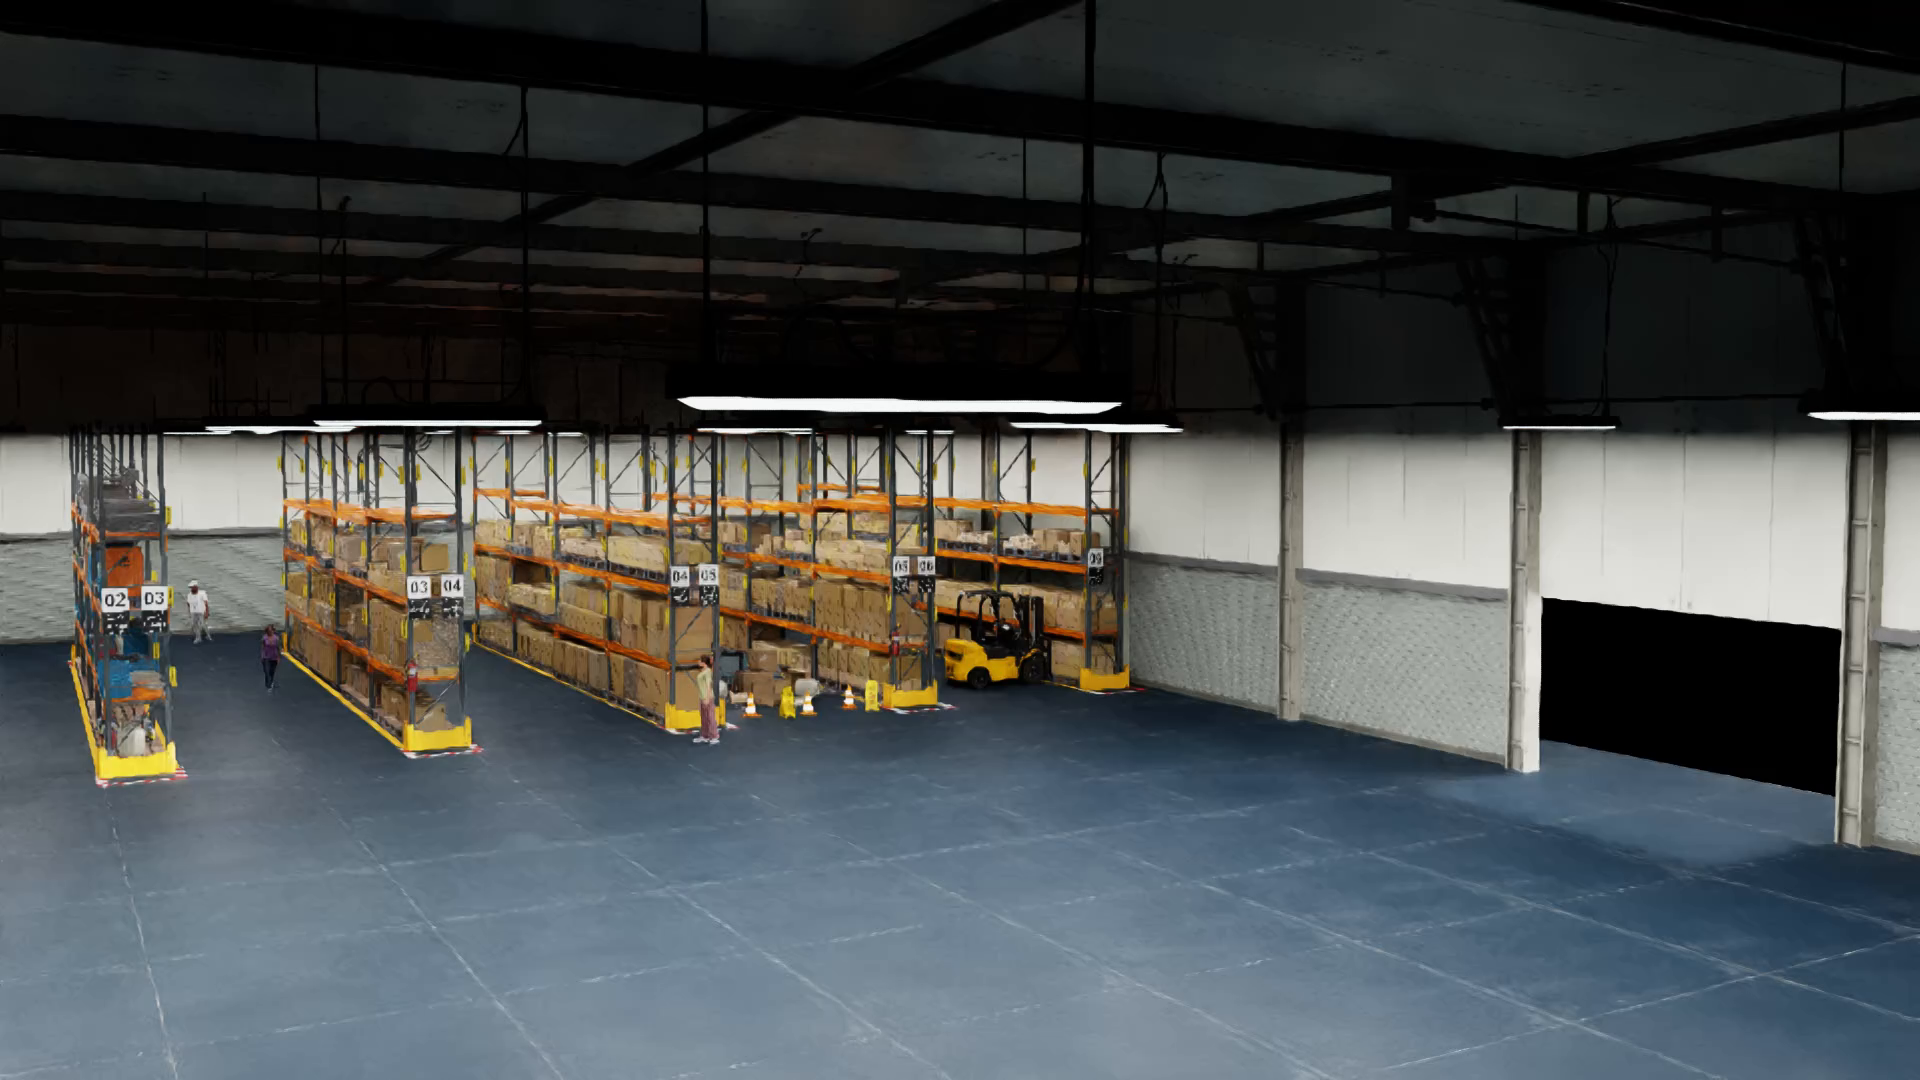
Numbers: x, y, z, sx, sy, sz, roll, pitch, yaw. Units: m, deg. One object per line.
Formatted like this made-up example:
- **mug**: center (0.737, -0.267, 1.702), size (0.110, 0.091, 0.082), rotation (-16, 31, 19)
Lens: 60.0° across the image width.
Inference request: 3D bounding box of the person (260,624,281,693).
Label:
- **person**: center (-15.502, 2.638, 37.414), size (0.415, 1.517, 1.041), rotation (-2, 4, -32)

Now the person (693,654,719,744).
- **person**: center (-4.738, 3.013, 31.082), size (0.456, 1.558, 0.508), rotation (-1, 4, -21)

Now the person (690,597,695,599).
- **person**: center (-6.797, 2.276, 42.083), size (0.555, 1.664, 0.585), rotation (0, 4, -6)

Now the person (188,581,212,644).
- **person**: center (-21.170, 1.994, 46.281), size (0.610, 1.753, 0.582), rotation (0, 4, 7)
